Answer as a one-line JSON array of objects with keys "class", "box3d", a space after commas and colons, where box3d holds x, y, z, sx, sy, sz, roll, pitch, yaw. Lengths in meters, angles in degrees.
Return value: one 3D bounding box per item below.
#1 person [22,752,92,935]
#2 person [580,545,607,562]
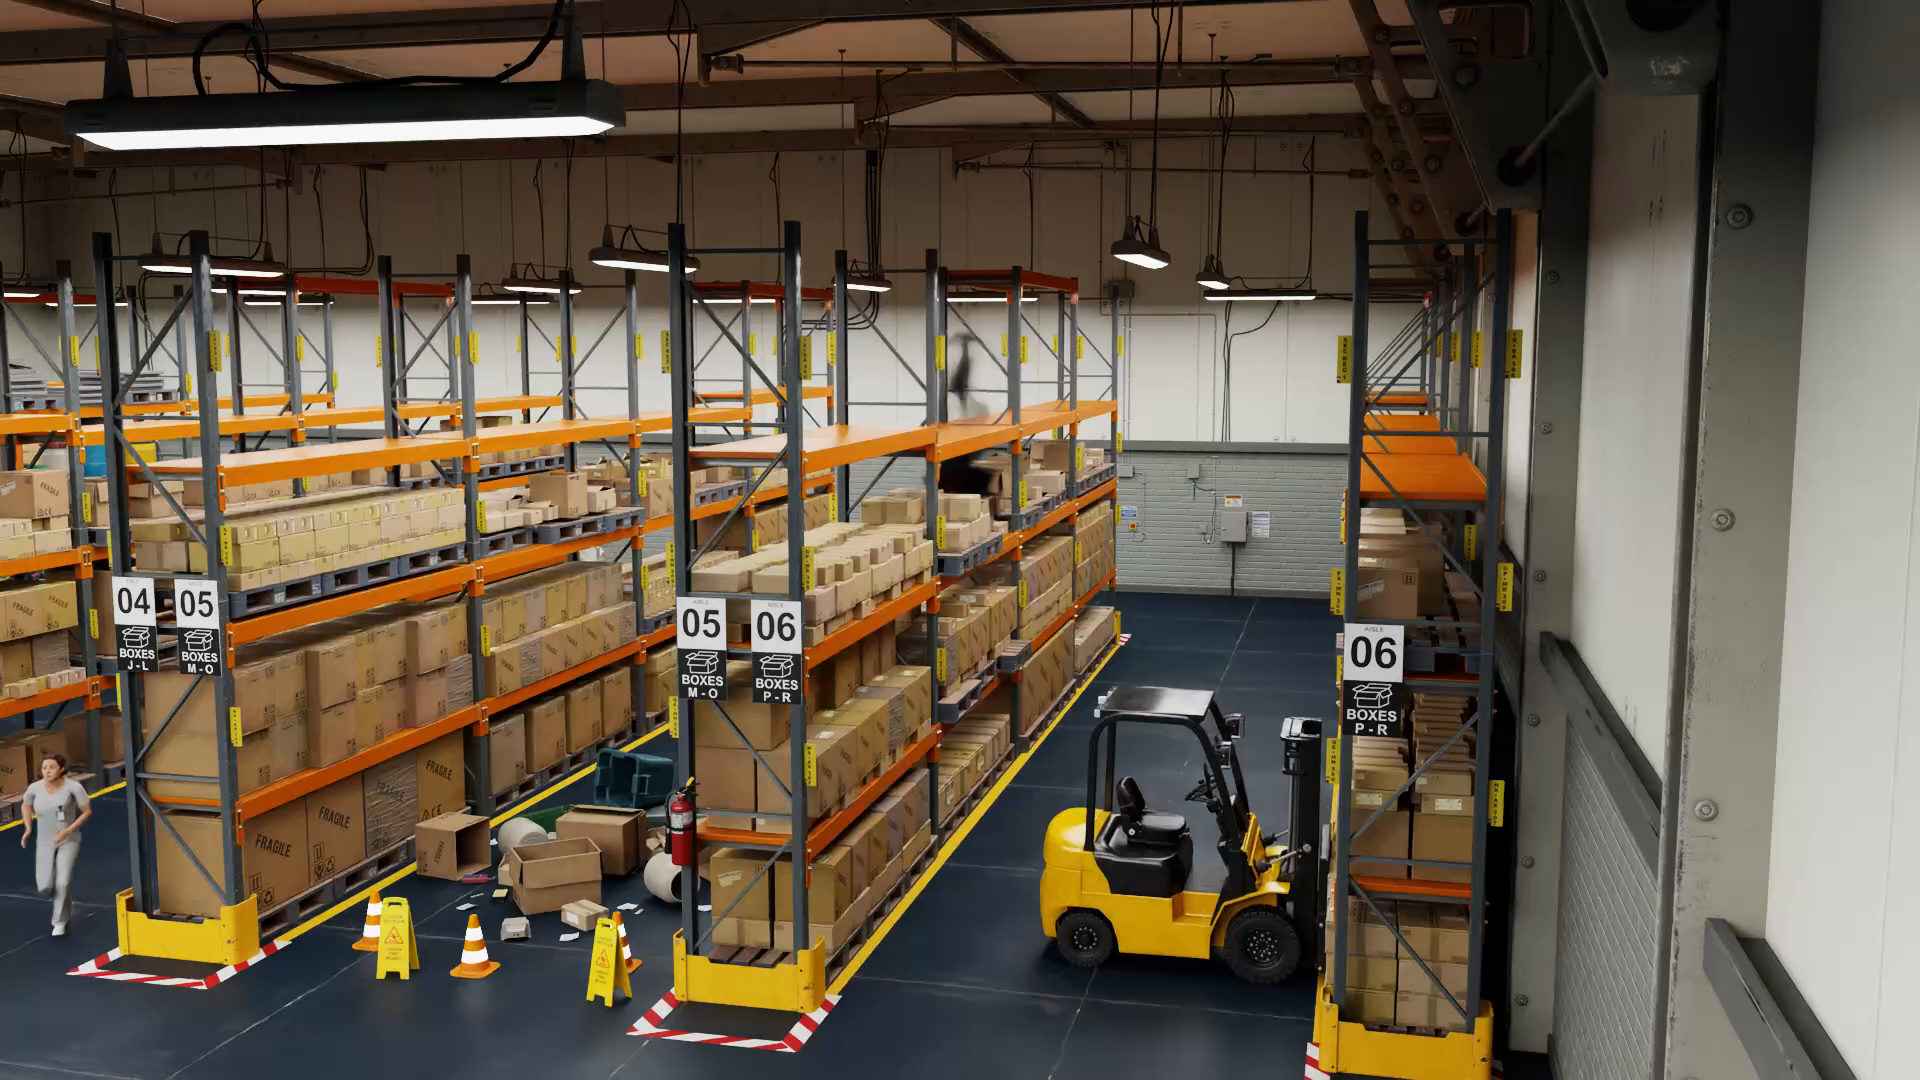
[{"class": "person", "box3d": [-7.854, 2.620, 14.470, 0.583, 1.607, 0.595, -2, 7, -13]}, {"class": "person", "box3d": [-7.026, 0.453, 31.690, 0.583, 1.745, 0.746, 2, 7, 16]}]
